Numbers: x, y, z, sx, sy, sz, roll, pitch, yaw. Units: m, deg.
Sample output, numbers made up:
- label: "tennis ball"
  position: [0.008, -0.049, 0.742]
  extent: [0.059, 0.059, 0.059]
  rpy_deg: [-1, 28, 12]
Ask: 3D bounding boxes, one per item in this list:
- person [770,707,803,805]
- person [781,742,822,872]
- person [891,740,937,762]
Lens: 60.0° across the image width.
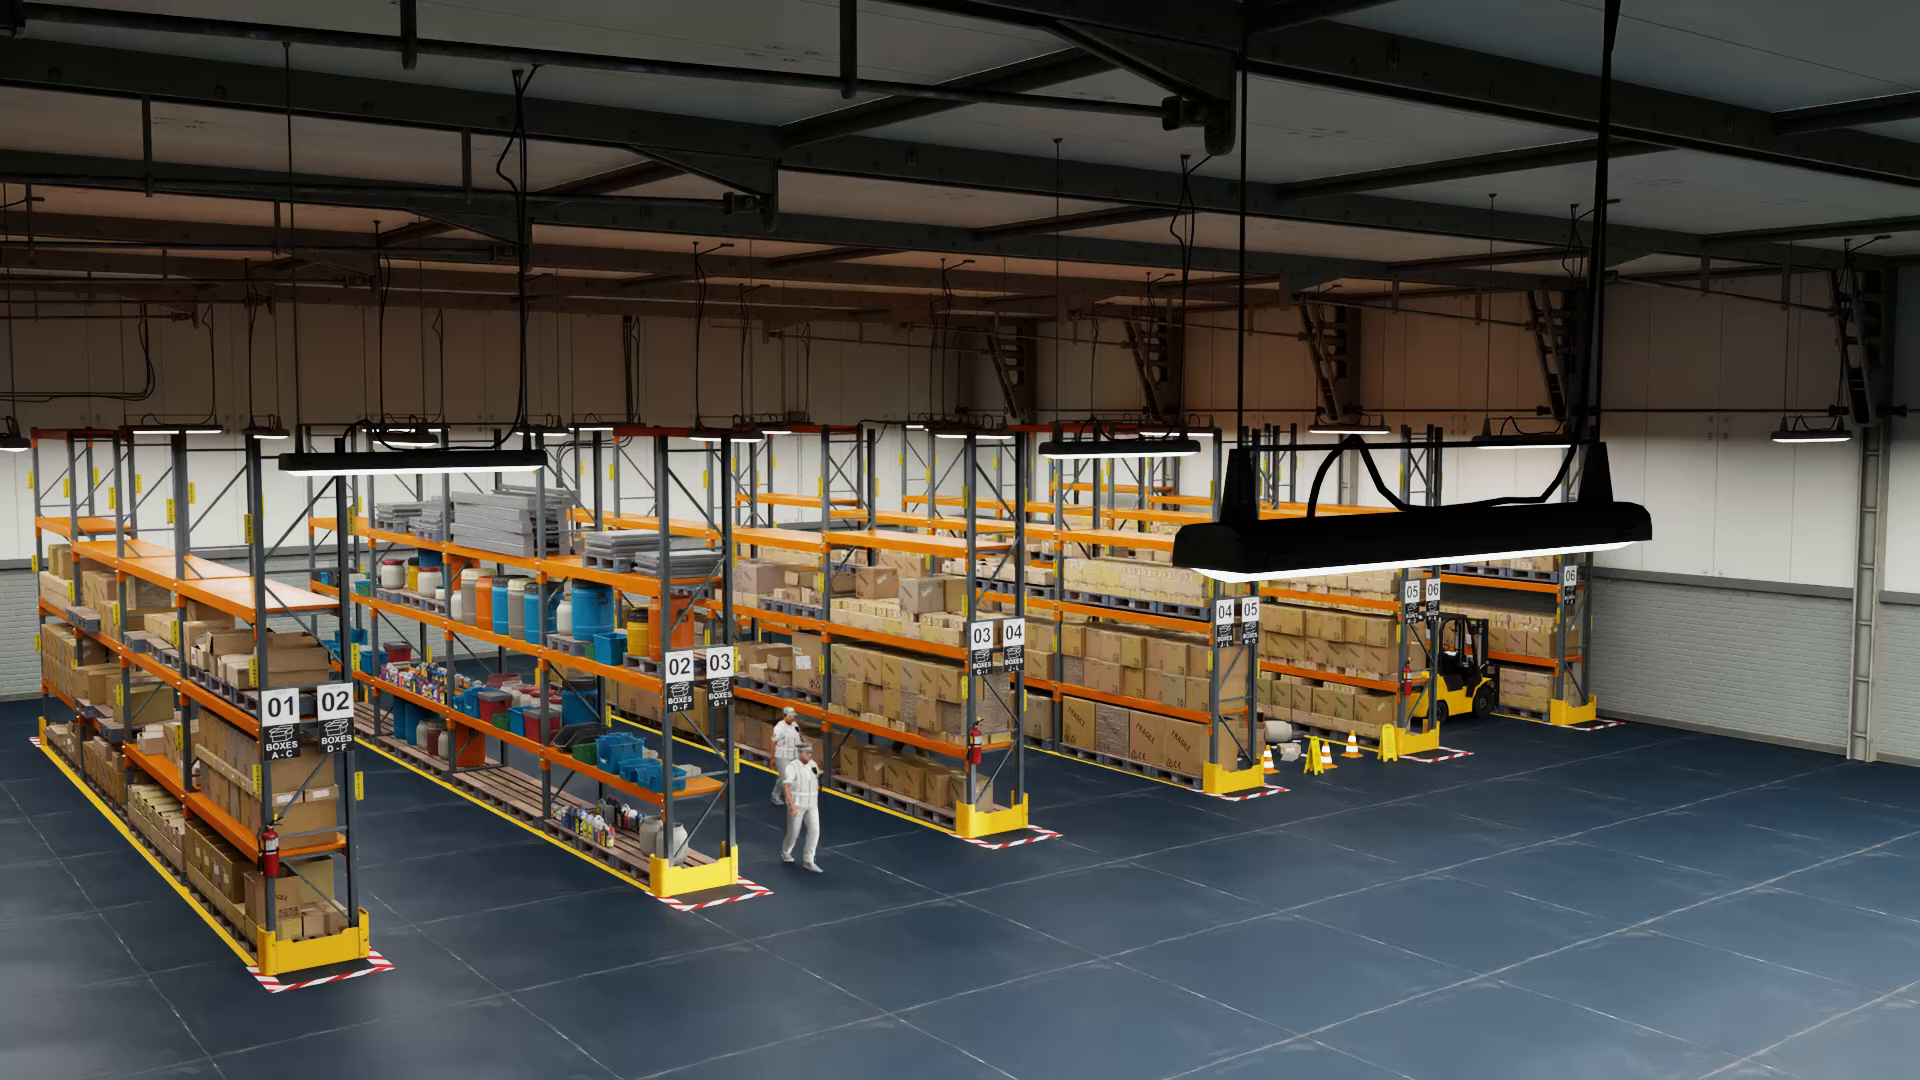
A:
- label: "person"
  position: [-2.692, 3.439, 26.301]
  extent: [0.990, 1.609, 0.526]
  rpy_deg: [3, 6, 37]
- label: "person"
  position: [-2.169, 3.675, 23.032]
  extent: [0.618, 1.768, 0.772]
  rpy_deg: [-4, 6, -40]
- label: "person"
  position: [-0.815, 3.108, 29.722]
  extent: [1.105, 1.729, 0.598]
  rpy_deg: [2, 5, 24]
